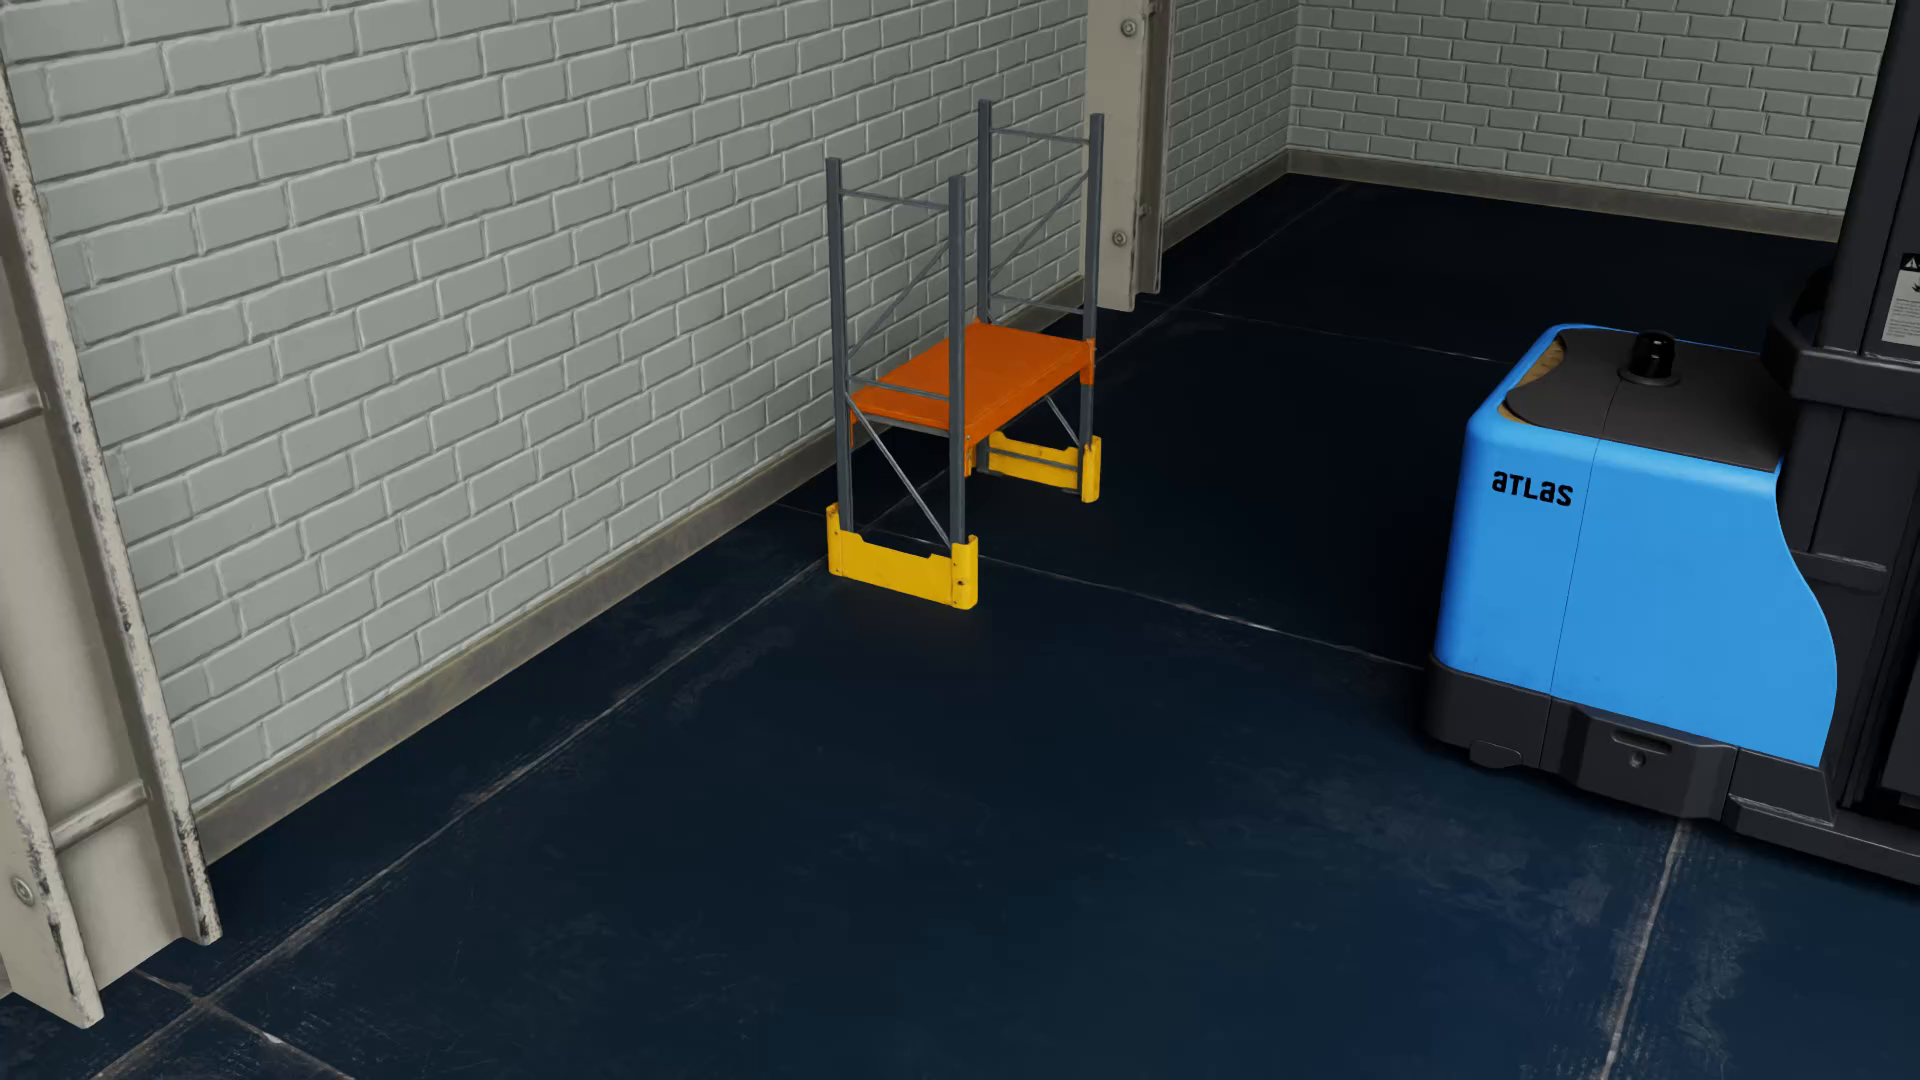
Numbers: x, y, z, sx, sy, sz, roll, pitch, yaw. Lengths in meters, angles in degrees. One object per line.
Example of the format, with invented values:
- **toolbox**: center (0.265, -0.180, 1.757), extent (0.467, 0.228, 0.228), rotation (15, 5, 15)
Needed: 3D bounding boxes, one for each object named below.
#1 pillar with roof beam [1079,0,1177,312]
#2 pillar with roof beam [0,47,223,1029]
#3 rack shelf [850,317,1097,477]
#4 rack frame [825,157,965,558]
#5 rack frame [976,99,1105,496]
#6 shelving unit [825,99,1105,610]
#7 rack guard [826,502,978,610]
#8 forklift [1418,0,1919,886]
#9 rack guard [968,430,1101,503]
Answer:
- **pillar with roof beam**: center (4.592, -4.366, 4.920), extent (9.100, 9.000, 0.400), rotation (14, 30, 26)
- **pillar with roof beam**: center (1.641, -2.028, 0.248), extent (9.100, 9.000, 0.400), rotation (14, 30, 26)
- **rack shelf**: center (0.042, -0.543, 6.061), extent (0.538, 0.185, 1.000), rotation (14, 30, 26)
- **rack frame**: center (-0.208, -0.506, 5.585), extent (0.500, 1.500, 0.032), rotation (14, 30, 26)
- **rack frame**: center (0.292, -0.902, 6.376), extent (0.500, 1.500, 0.032), rotation (14, 30, 26)
- **shelving unit**: center (0.038, -0.700, 5.974), extent (0.587, 1.500, 1.083), rotation (14, 30, 26)
- **rack guard**: center (-0.207, 0.053, 5.866), extent (0.587, 0.250, 0.087), rotation (14, 30, 26)
- **forklift**: center (2.903, -0.526, 4.026), extent (3.031, 2.935, 1.130), rotation (15, 30, 28)
- **rack guard**: center (0.282, -0.336, 6.641), extent (0.587, 0.250, 0.087), rotation (14, 30, 26)
